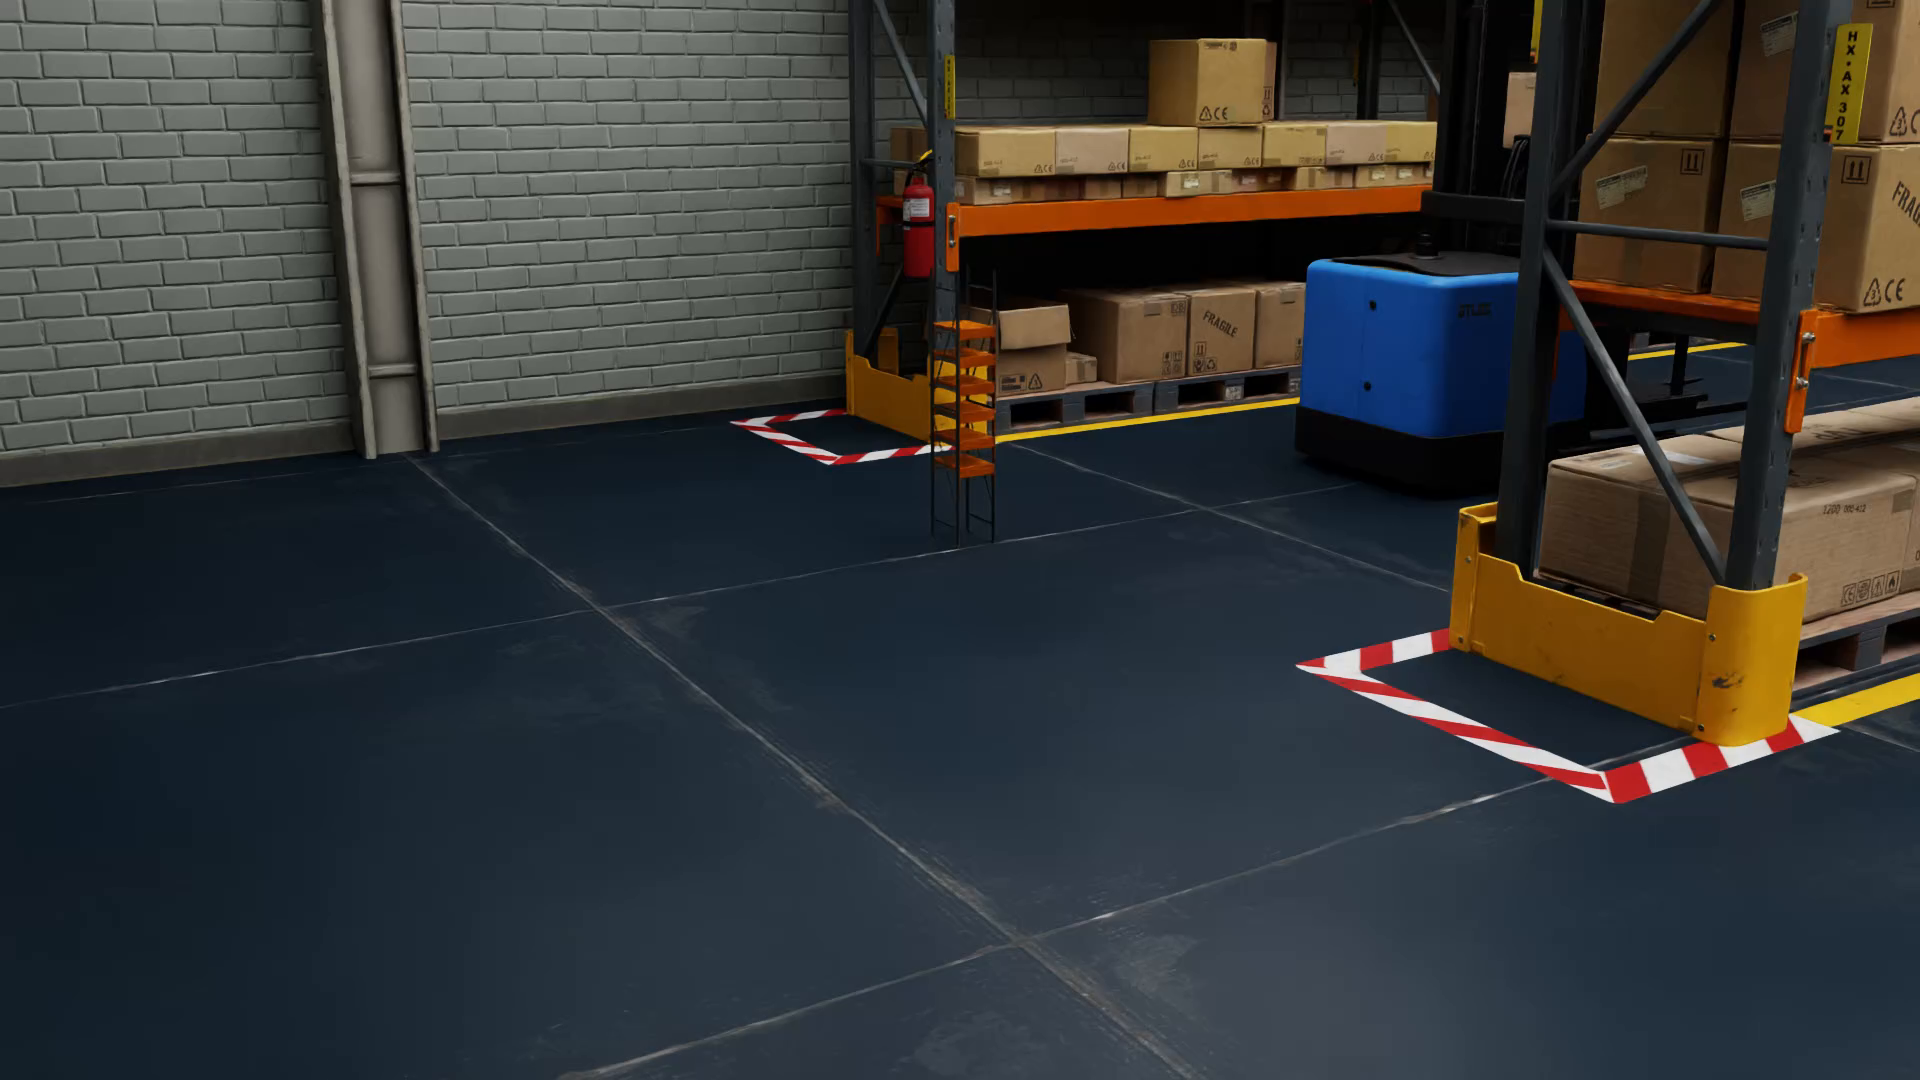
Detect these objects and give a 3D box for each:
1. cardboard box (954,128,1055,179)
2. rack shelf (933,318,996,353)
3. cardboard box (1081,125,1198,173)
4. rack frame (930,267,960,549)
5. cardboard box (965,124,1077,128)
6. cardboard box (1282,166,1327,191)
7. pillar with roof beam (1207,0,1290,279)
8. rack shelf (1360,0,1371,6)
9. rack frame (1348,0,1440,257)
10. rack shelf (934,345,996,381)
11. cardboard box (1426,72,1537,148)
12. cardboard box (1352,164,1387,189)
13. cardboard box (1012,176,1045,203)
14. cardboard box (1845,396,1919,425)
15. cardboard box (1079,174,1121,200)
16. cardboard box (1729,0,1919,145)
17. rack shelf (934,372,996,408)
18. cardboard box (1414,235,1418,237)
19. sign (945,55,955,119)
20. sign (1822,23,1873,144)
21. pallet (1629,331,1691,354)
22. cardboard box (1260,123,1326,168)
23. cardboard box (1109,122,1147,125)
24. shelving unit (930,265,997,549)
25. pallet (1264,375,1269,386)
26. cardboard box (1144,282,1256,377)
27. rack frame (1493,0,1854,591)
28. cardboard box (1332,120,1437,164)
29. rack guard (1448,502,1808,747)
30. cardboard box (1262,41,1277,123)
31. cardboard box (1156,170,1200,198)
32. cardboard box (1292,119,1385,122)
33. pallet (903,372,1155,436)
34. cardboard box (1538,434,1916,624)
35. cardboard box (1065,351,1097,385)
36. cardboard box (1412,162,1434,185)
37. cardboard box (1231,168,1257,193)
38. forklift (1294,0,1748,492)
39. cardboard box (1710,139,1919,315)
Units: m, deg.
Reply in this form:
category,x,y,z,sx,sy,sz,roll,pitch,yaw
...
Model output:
category,x,y,z,sx,sy,sz,roll,pitch,yaw
cardboard box,0.192,-2.181,9.359,0.500,0.250,0.500,-9,18,-29
rack shelf,0.012,-0.884,7.170,0.180,0.103,0.258,-9,18,-30
cardboard box,1.057,-2.322,9.863,0.500,0.250,0.500,-10,18,-31
rack frame,-0.066,-0.567,7.210,0.006,1.200,0.240,-9,18,-30
cardboard box,0.364,-2.377,10.058,0.500,0.250,0.500,-9,18,-30
cardboard box,2.084,-2.286,10.474,0.250,0.149,0.380,-10,18,-31
pillar with roof beam,4.249,-4.669,7.395,0.400,9.000,9.100,-9,18,-30
rack shelf,1.378,-3.485,10.060,4.000,0.370,1.077,-9,18,-30
rack frame,3.093,-2.665,11.360,0.127,3.000,1.000,-9,18,-30
rack shelf,0.012,-0.768,7.202,0.180,0.103,0.258,-9,18,-30
cardboard box,3.623,-2.931,11.345,0.500,0.500,0.700,-9,18,-28
cardboard box,2.527,-2.358,10.731,0.250,0.149,0.380,-9,18,-28
cardboard box,0.281,-2.016,9.511,0.250,0.149,0.380,-9,18,-28
cardboard box,4.292,-0.299,6.887,0.875,0.438,0.875,-10,18,-31
cardboard box,0.737,-2.082,9.745,0.250,0.149,0.380,-9,18,-28
cardboard box,2.782,-1.491,5.136,0.500,0.500,0.500,-10,18,-31
rack shelf,0.012,-0.653,7.235,0.180,0.103,0.258,-9,18,-30
cardboard box,3.483,-2.132,12.108,0.250,0.149,0.380,-9,18,-30
sign,-0.056,-2.400,8.811,0.005,0.325,0.100,-9,18,-30
sign,2.504,-1.287,4.692,0.005,0.325,0.100,-9,18,-30
pallet,4.817,-1.615,12.779,1.213,0.211,1.003,-9,18,-30
cardboard box,1.926,-2.469,10.389,0.500,0.250,0.500,-9,18,-30
cardboard box,1.239,-2.517,10.559,0.500,0.250,0.500,-9,18,-30
shelving unit,0.012,-0.580,7.255,0.189,1.200,0.258,-9,18,-30
pallet,2.504,-1.227,11.396,1.213,0.211,1.003,-9,18,-30
cardboard box,1.495,-1.331,10.453,0.500,0.500,0.500,-9,18,-29
rack frame,2.224,-0.961,5.281,0.127,3.000,1.000,-9,18,-30
cardboard box,2.782,-2.609,10.886,0.500,0.250,0.500,-9,18,-28
rack guard,2.203,0.246,5.607,0.348,0.500,1.175,-9,18,-30
cardboard box,1.679,-2.952,10.720,0.500,0.500,0.500,-10,18,-31
cardboard box,1.217,-2.138,9.944,0.250,0.149,0.380,-10,18,-31
cardboard box,2.529,-2.730,11.317,0.500,0.250,0.500,-9,18,-30
pallet,0.412,-0.888,10.186,1.213,0.211,1.003,-9,18,-30
cardboard box,2.738,-0.044,5.980,0.875,0.438,0.875,-10,18,-32
cardboard box,0.621,-1.052,10.108,0.250,0.149,0.380,-10,19,-32
cardboard box,2.950,-2.441,11.027,0.250,0.149,0.380,-9,18,-29
cardboard box,1.618,-2.231,10.276,0.250,0.149,0.380,-9,18,-30
forklift,3.323,-1.913,8.804,3.031,2.935,1.130,-9,18,-28
cardboard box,2.783,-1.010,5.269,0.500,0.500,0.500,-9,18,-30
